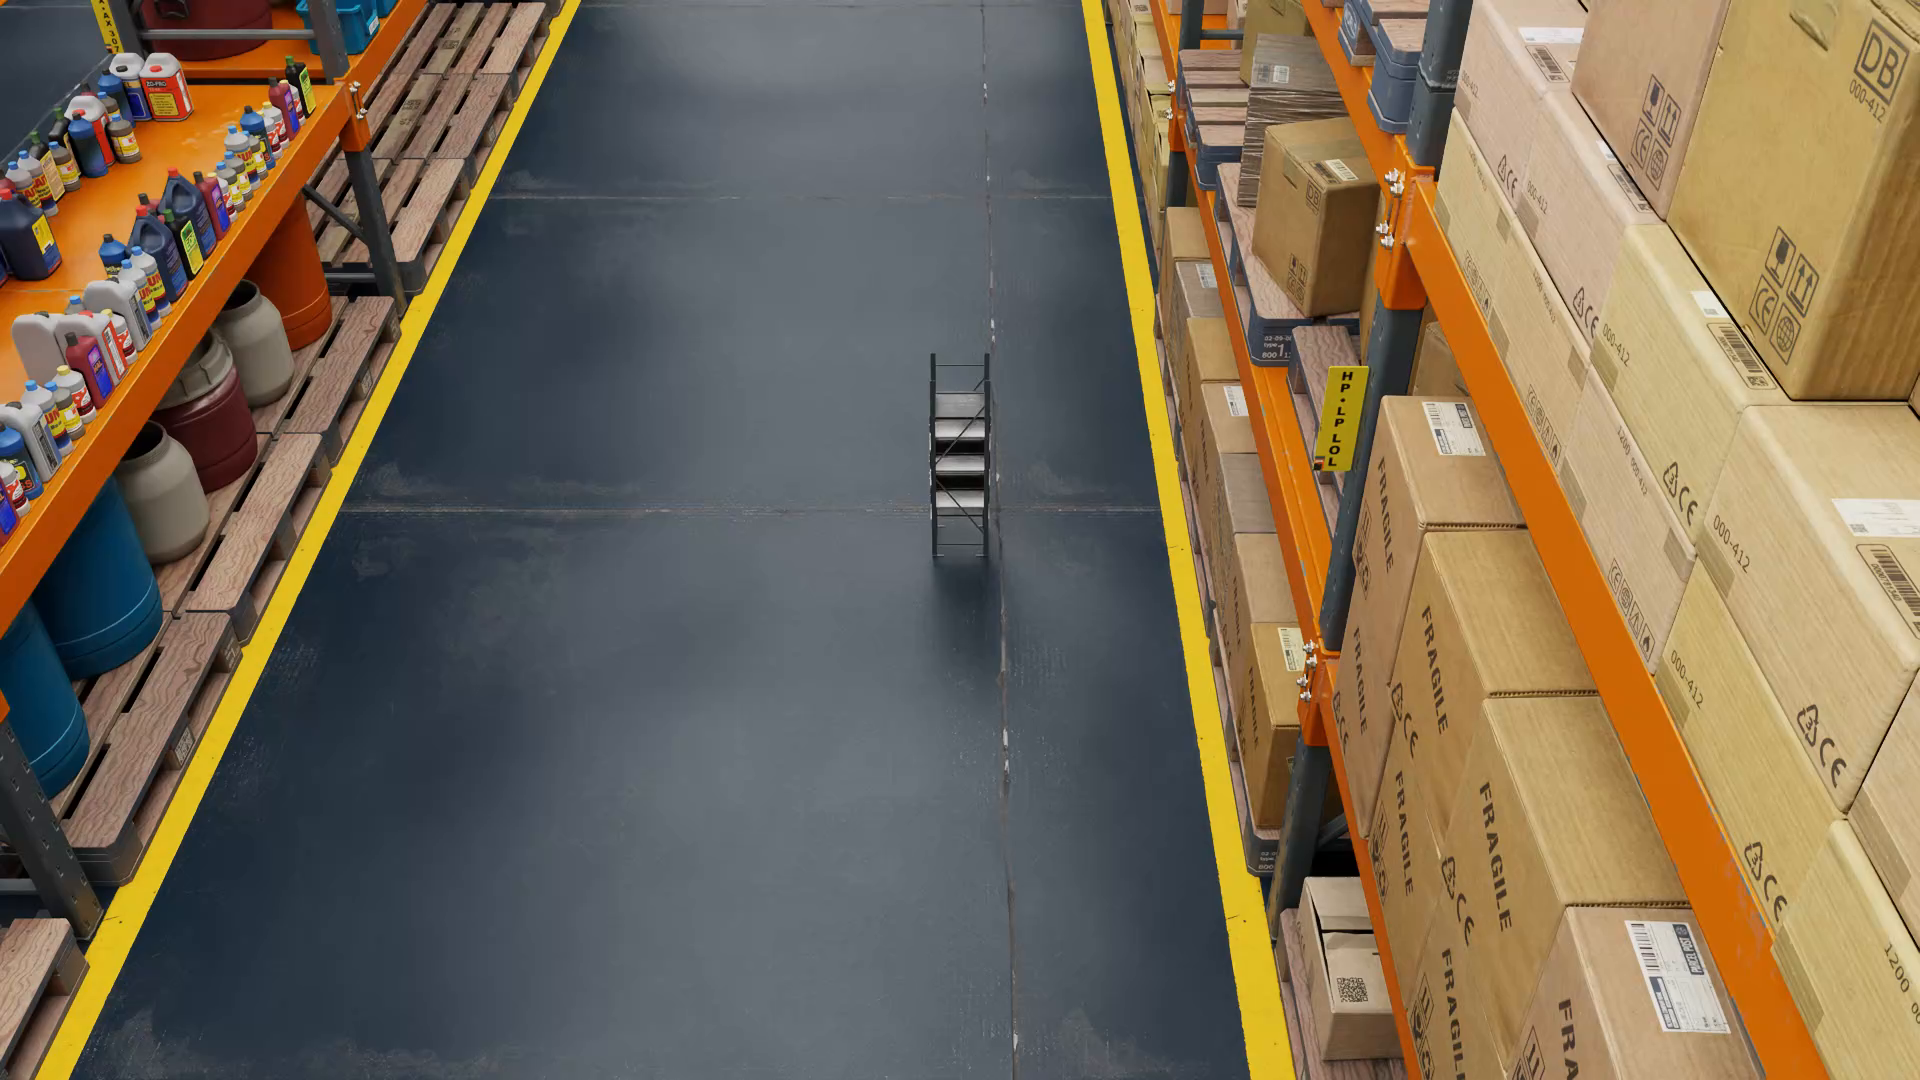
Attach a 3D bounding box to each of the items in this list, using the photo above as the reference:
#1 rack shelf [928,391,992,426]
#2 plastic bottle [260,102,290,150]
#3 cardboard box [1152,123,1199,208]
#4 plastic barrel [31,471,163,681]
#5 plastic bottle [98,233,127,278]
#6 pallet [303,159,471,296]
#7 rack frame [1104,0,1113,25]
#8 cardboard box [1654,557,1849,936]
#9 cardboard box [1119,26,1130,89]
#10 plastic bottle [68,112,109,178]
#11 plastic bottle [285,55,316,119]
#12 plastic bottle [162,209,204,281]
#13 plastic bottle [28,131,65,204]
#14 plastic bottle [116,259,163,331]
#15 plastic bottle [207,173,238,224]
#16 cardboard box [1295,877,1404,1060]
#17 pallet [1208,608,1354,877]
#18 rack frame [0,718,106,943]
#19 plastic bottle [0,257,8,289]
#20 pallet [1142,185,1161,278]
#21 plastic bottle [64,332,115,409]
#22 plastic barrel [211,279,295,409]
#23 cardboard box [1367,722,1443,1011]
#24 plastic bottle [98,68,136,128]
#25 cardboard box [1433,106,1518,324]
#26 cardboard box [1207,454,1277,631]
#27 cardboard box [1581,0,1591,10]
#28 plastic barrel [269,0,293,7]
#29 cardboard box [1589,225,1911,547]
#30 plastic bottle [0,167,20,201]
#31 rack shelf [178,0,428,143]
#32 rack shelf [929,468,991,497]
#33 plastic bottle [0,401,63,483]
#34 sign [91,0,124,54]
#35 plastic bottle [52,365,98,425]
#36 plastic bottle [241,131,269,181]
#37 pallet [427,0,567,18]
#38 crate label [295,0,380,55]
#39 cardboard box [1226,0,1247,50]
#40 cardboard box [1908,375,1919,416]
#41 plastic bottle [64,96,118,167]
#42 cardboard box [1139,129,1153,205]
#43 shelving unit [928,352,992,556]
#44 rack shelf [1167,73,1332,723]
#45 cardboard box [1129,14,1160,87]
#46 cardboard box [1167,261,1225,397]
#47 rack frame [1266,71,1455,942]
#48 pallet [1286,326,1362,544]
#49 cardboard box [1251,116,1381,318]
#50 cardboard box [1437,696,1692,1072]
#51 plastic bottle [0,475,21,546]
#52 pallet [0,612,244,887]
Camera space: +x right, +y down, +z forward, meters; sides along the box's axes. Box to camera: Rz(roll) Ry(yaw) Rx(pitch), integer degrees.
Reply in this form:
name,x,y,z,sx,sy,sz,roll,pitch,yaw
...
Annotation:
name,x,y,z,sx,sy,sz,roll,pitch,yaw
rack shelf,0.000,-0.531,6.814,0.258,0.077,0.200,0,39,0
plastic bottle,-3.007,-1.816,7.277,0.097,0.201,0.097,0,39,0
cardboard box,1.290,-2.001,8.763,0.500,0.311,0.500,1,39,1
plastic barrel,-3.396,0.010,6.180,0.600,0.901,0.708,0,39,0
plastic bottle,-3.150,-1.019,6.226,0.097,0.271,0.097,0,39,0
pallet,-3.378,-1.759,9.276,1.003,0.211,1.213,0,39,0
rack frame,1.532,-4.866,10.923,1.000,3.000,0.127,0,39,0
cardboard box,1.294,0.268,2.239,0.500,0.250,0.500,0,39,0
cardboard box,1.288,-3.060,10.533,0.500,0.250,0.500,-1,39,-1
plastic bottle,-3.705,-1.680,7.051,0.097,0.271,0.097,0,39,0
plastic bottle,-2.989,-2.065,7.521,0.061,0.283,0.133,0,39,0
plastic bottle,-2.988,-1.151,6.381,0.061,0.283,0.133,0,39,0
plastic bottle,-3.784,-1.529,6.853,0.061,0.283,0.133,0,39,0
plastic bottle,-3.005,-0.898,6.074,0.097,0.271,0.097,0,39,0
plastic bottle,-3.006,-1.390,6.745,0.097,0.201,0.097,0,39,0
cardboard box,1.326,1.277,5.056,0.500,0.311,0.500,0,39,0
pallet,1.503,0.717,6.187,1.003,0.211,1.213,0,39,0
rack frame,-3.412,0.139,4.679,1.000,3.000,0.127,0,39,0
plastic bottle,-3.741,-1.106,6.271,0.144,0.351,0.185,0,39,0
pallet,1.575,-1.791,9.316,1.003,0.211,1.213,0,39,0
plastic bottle,-2.987,-0.601,5.695,0.061,0.283,0.133,0,39,0
plastic barrel,-3.309,-0.897,7.624,0.421,0.512,0.421,0,39,0
cardboard box,1.274,0.737,3.851,0.500,0.500,0.500,1,39,1
plastic bottle,-3.766,-1.969,7.412,0.097,0.271,0.097,0,39,0
cardboard box,1.295,-0.670,3.409,0.500,0.250,0.500,0,39,0
cardboard box,1.262,0.010,6.486,0.500,0.500,0.500,0,39,1
cardboard box,1.580,-1.158,3.019,0.700,0.500,0.500,0,39,0
plastic barrel,-3.631,-3.050,8.567,0.421,0.512,0.421,0,39,0
cardboard box,1.285,-0.240,2.473,0.500,0.250,0.500,0,39,0
plastic bottle,-3.783,-1.324,6.597,0.061,0.283,0.133,0,39,0
rack shelf,-3.419,-3.333,9.586,1.077,0.370,4.000,0,39,0
rack shelf,0.000,-0.250,7.039,0.258,0.077,0.200,0,39,0
plastic bottle,-3.032,-0.332,5.364,0.152,0.276,0.135,0,39,0
sign,-3.966,-2.422,7.743,0.100,0.325,0.005,0,39,0
plastic bottle,-3.005,-0.497,5.630,0.097,0.201,0.097,0,39,0
plastic bottle,-3.007,-1.634,7.049,0.097,0.201,0.097,0,39,0
pallet,-3.380,-4.196,12.317,1.003,0.211,1.213,0,39,0
crate label,-3.042,-2.561,8.181,0.303,0.233,0.416,0,39,0
cardboard box,1.580,-2.557,8.113,0.500,0.311,0.500,2,39,3
cardboard box,1.599,-0.220,1.848,0.700,0.500,0.500,0,39,0
plastic bottle,-3.739,-1.754,7.140,0.152,0.276,0.135,0,39,0
cardboard box,1.288,-2.106,9.343,0.500,0.250,0.500,0,39,-1
shelving unit,0.000,-0.346,6.962,0.258,0.900,0.210,0,39,0
rack shelf,1.539,-0.833,6.466,1.077,0.370,4.000,0,39,0
cardboard box,1.287,-2.955,9.954,0.500,0.311,0.500,1,39,1
cardboard box,1.258,-0.948,7.682,0.500,0.500,0.500,-1,39,-2
rack frame,1.542,0.137,4.680,1.000,3.000,0.127,0,39,0
pallet,1.650,-0.288,5.364,1.003,0.211,1.213,0,39,0
cardboard box,1.478,-1.170,5.896,0.700,0.500,0.500,-9,40,-11
cardboard box,1.262,0.647,3.164,0.500,0.500,0.500,-1,39,-1
plastic bottle,-2.986,-0.129,5.106,0.061,0.283,0.133,0,39,0
pallet,-3.371,0.744,6.153,1.003,0.211,1.213,0,39,0
